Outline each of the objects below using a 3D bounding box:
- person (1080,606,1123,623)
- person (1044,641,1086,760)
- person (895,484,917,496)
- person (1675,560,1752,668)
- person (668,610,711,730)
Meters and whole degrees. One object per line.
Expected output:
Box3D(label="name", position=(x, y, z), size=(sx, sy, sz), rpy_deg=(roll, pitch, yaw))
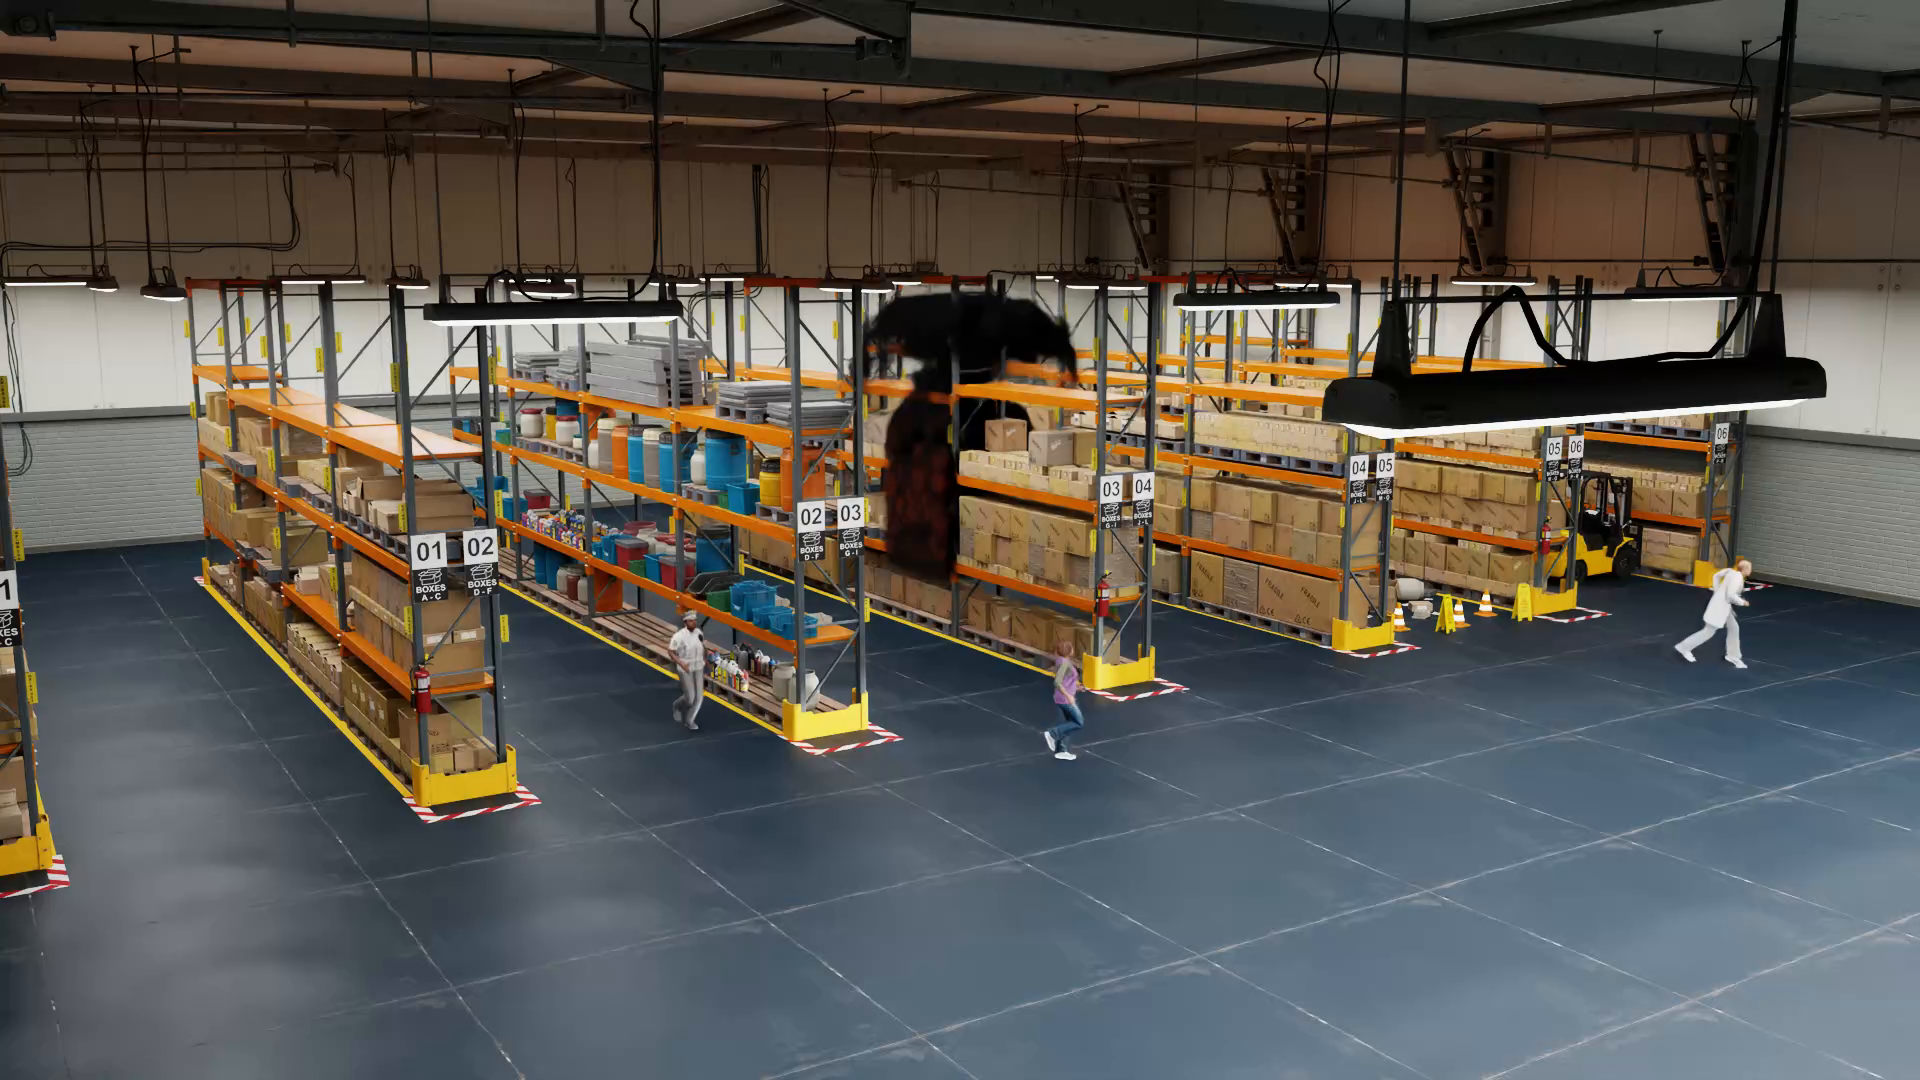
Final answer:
Box3D(label="person", position=(2.493, 0.522, 29.536), size=(1.033, 1.795, 0.687), rpy_deg=(8, 13, 40))
Box3D(label="person", position=(1.343, 2.047, 21.223), size=(0.545, 1.558, 0.545), rpy_deg=(-1, 10, -3))
Box3D(label="person", position=(-1.315, -1.467, 41.967), size=(0.644, 1.638, 0.676), rpy_deg=(2, 10, 14))
Box3D(label="person", position=(11.868, 1.158, 26.168), size=(1.083, 1.742, 0.754), rpy_deg=(2, 10, 12))
Box3D(label="person", position=(-3.667, 1.752, 22.619), size=(0.555, 1.654, 0.549), rpy_deg=(-9, 13, -41))
